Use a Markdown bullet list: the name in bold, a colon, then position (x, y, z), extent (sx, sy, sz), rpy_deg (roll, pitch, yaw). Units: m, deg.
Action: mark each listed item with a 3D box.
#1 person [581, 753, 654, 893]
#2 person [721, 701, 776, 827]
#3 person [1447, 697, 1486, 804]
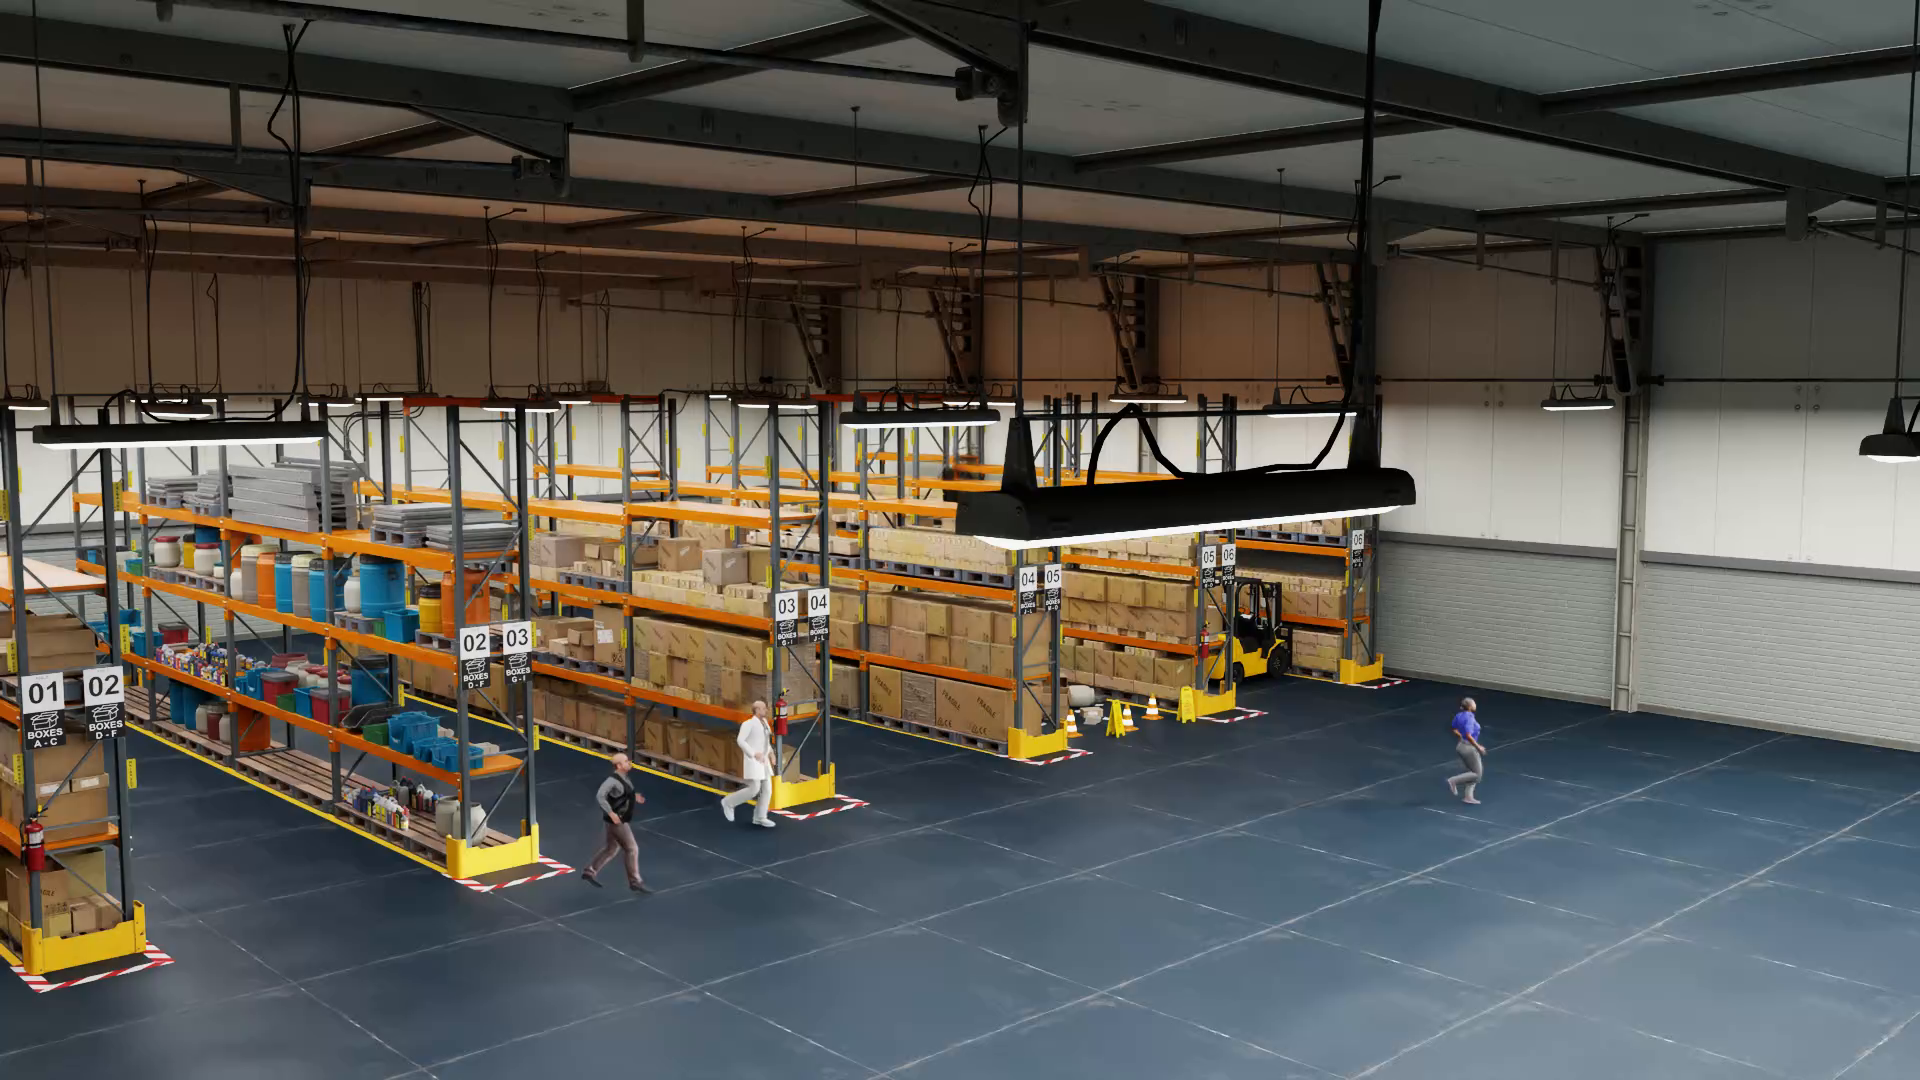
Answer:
- **person**: position (-4.222, 3.467, 20.438), extent (0.908, 1.723, 0.653), rpy_deg (0, 6, -3)
- **person**: position (-2.924, 3.179, 23.795), extent (0.832, 1.716, 0.764), rpy_deg (2, 6, 22)
- **person**: position (7.511, 3.147, 24.801), extent (0.582, 1.624, 0.585), rpy_deg (-1, 6, -8)
